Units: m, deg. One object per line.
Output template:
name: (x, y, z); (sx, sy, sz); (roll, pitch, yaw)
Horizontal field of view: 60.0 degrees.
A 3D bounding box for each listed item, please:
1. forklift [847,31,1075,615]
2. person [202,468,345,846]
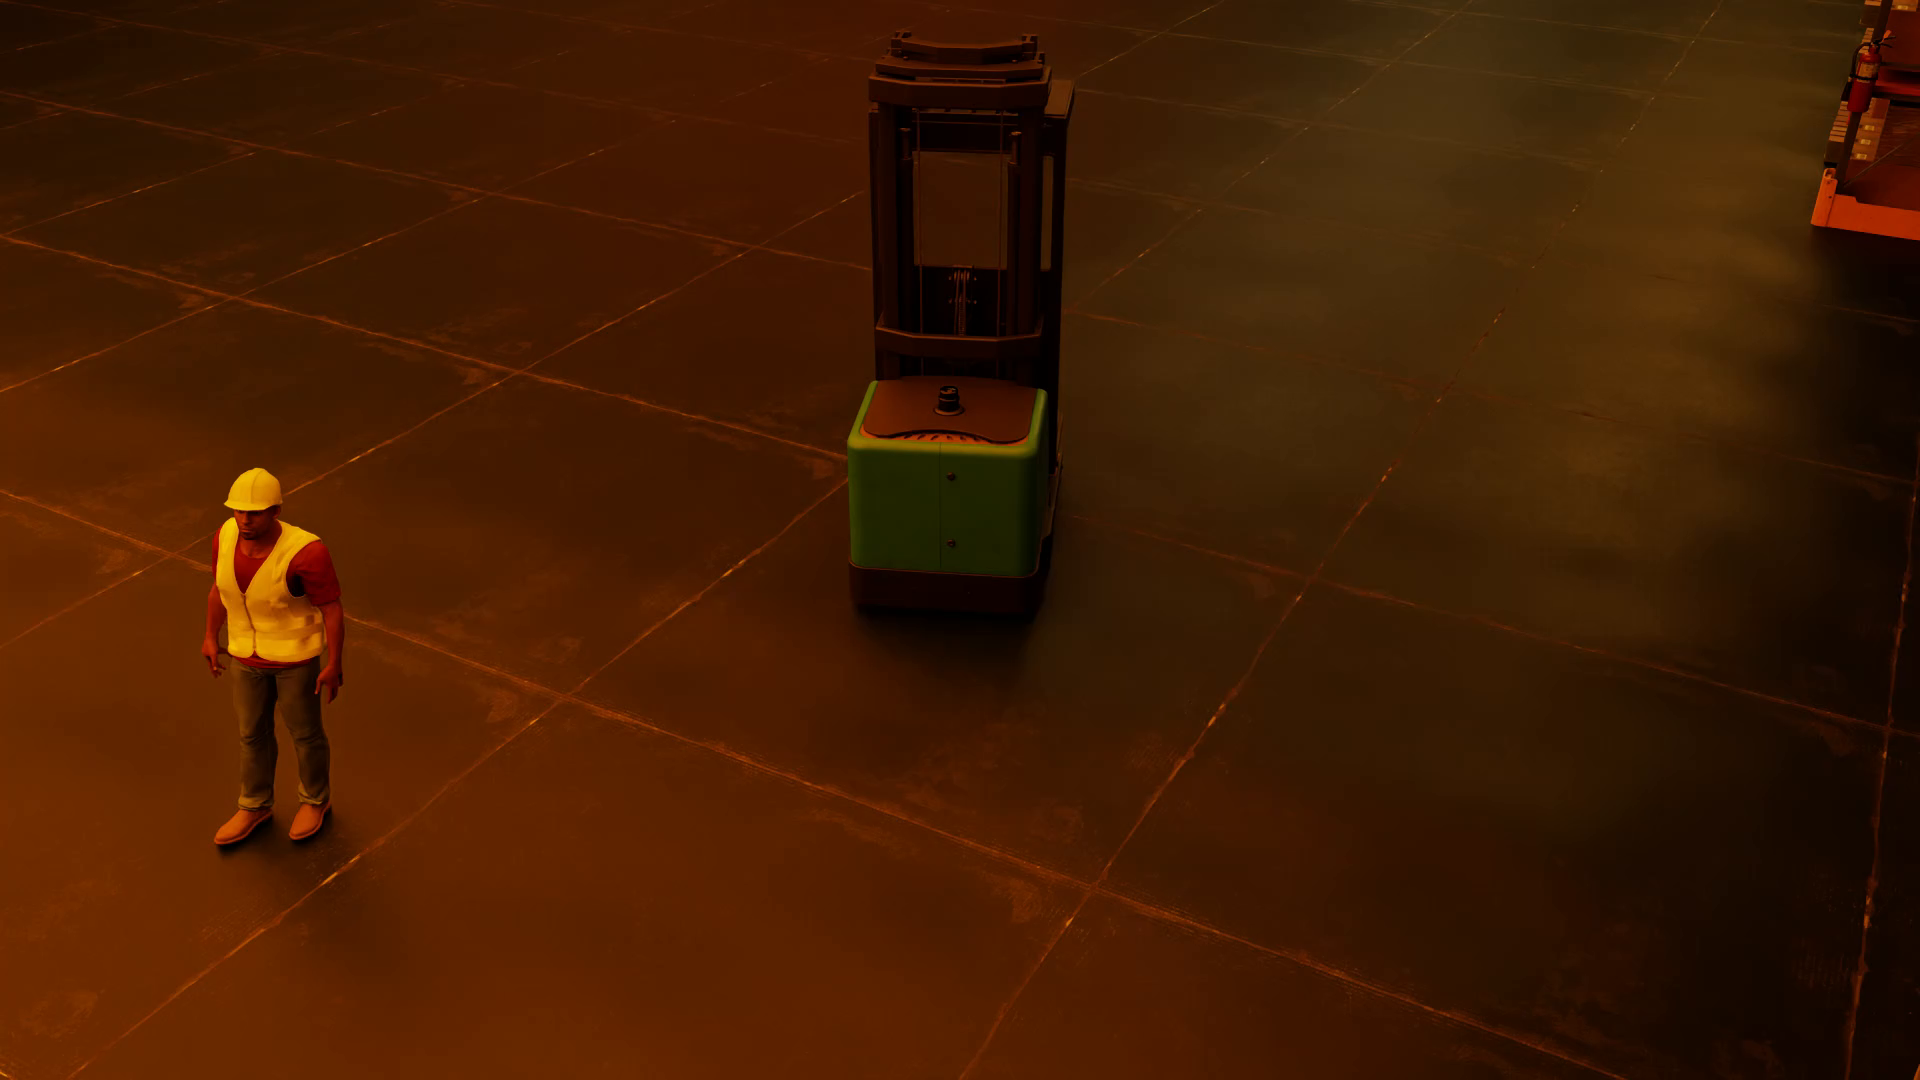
forklift: (0.072, -1.572, 9.794); (1.130, 2.935, 3.031); (3, 30, 6)
person: (-3.040, 0.534, 7.297); (0.665, 1.767, 0.576); (7, 31, 12)
